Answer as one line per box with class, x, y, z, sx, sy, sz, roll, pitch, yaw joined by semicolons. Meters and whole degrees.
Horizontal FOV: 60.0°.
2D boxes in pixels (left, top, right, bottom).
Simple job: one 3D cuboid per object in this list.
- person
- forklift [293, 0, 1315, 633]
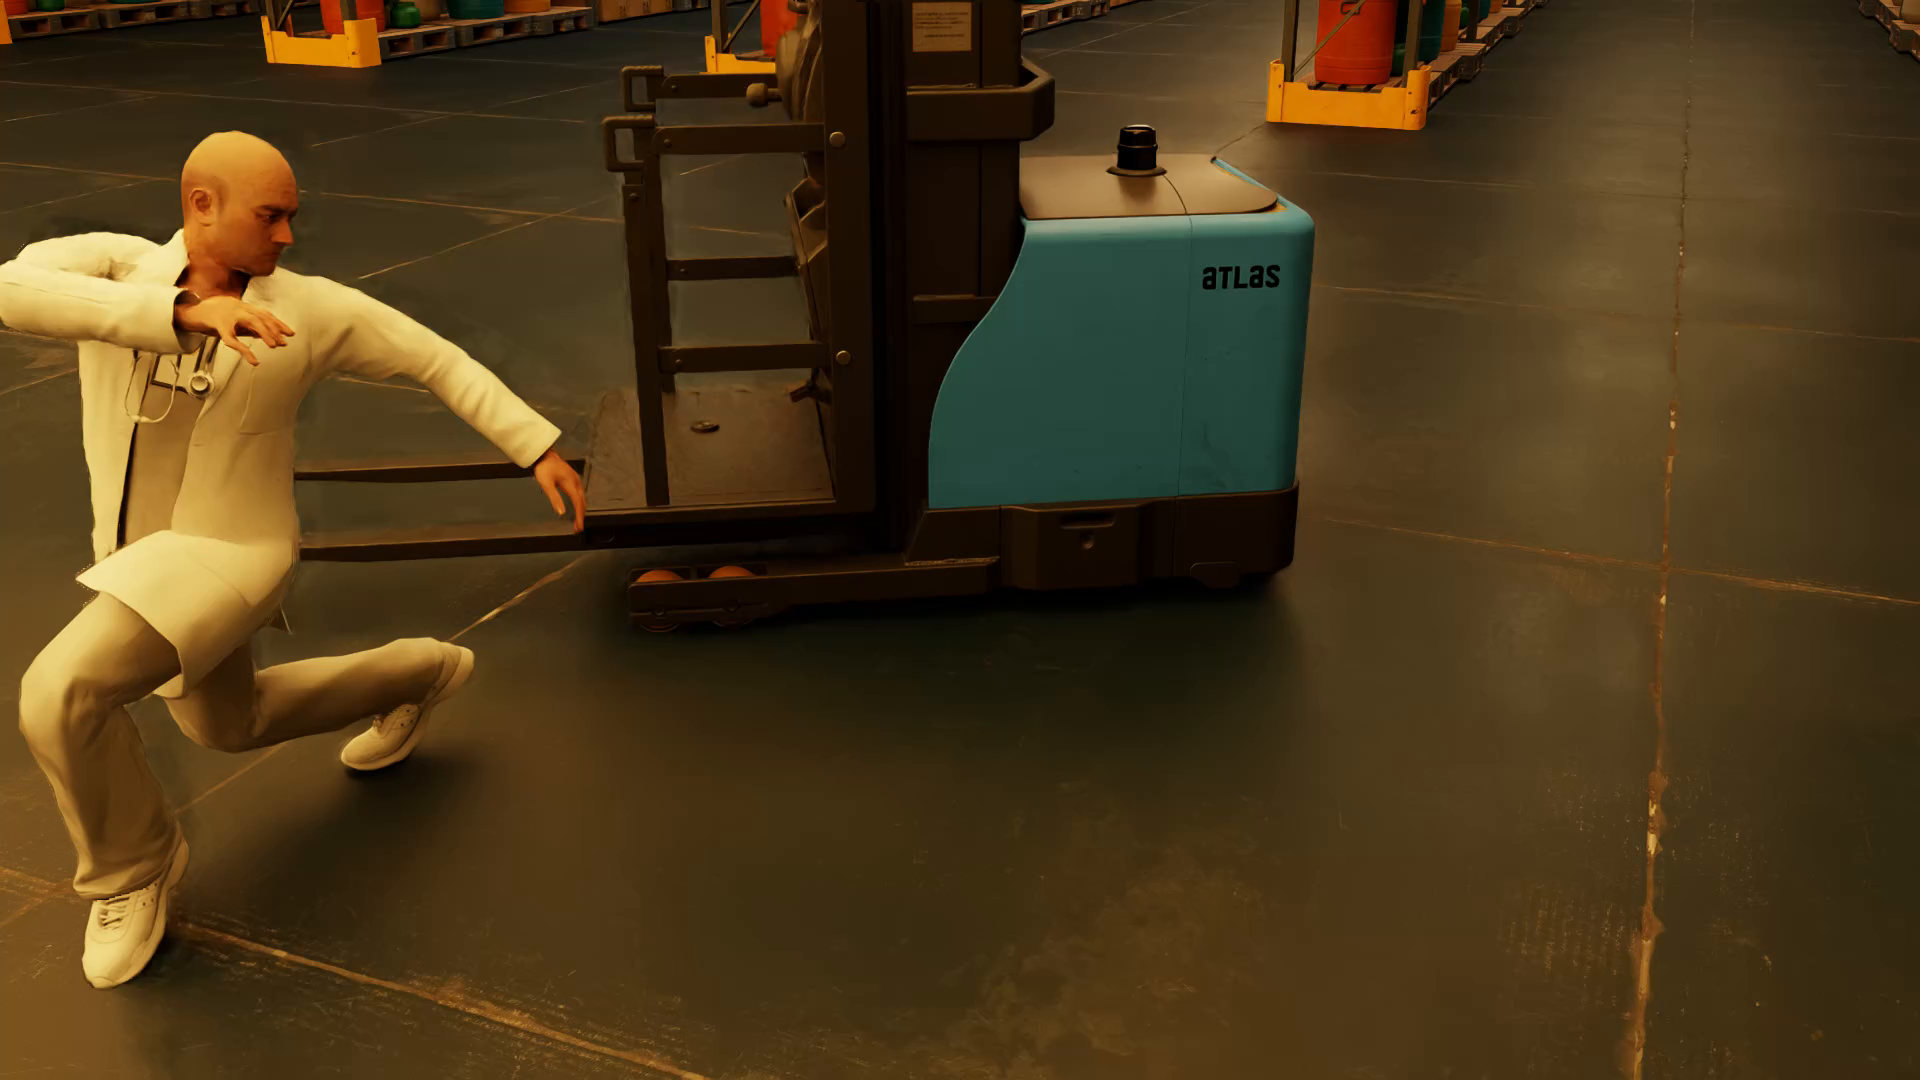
person;-1.302;-0.014;3.229;0.877;1.499;1.048;7;24;16
forklift;-0.604;-1.319;4.448;3.031;2.935;1.130;-3;23;-7
